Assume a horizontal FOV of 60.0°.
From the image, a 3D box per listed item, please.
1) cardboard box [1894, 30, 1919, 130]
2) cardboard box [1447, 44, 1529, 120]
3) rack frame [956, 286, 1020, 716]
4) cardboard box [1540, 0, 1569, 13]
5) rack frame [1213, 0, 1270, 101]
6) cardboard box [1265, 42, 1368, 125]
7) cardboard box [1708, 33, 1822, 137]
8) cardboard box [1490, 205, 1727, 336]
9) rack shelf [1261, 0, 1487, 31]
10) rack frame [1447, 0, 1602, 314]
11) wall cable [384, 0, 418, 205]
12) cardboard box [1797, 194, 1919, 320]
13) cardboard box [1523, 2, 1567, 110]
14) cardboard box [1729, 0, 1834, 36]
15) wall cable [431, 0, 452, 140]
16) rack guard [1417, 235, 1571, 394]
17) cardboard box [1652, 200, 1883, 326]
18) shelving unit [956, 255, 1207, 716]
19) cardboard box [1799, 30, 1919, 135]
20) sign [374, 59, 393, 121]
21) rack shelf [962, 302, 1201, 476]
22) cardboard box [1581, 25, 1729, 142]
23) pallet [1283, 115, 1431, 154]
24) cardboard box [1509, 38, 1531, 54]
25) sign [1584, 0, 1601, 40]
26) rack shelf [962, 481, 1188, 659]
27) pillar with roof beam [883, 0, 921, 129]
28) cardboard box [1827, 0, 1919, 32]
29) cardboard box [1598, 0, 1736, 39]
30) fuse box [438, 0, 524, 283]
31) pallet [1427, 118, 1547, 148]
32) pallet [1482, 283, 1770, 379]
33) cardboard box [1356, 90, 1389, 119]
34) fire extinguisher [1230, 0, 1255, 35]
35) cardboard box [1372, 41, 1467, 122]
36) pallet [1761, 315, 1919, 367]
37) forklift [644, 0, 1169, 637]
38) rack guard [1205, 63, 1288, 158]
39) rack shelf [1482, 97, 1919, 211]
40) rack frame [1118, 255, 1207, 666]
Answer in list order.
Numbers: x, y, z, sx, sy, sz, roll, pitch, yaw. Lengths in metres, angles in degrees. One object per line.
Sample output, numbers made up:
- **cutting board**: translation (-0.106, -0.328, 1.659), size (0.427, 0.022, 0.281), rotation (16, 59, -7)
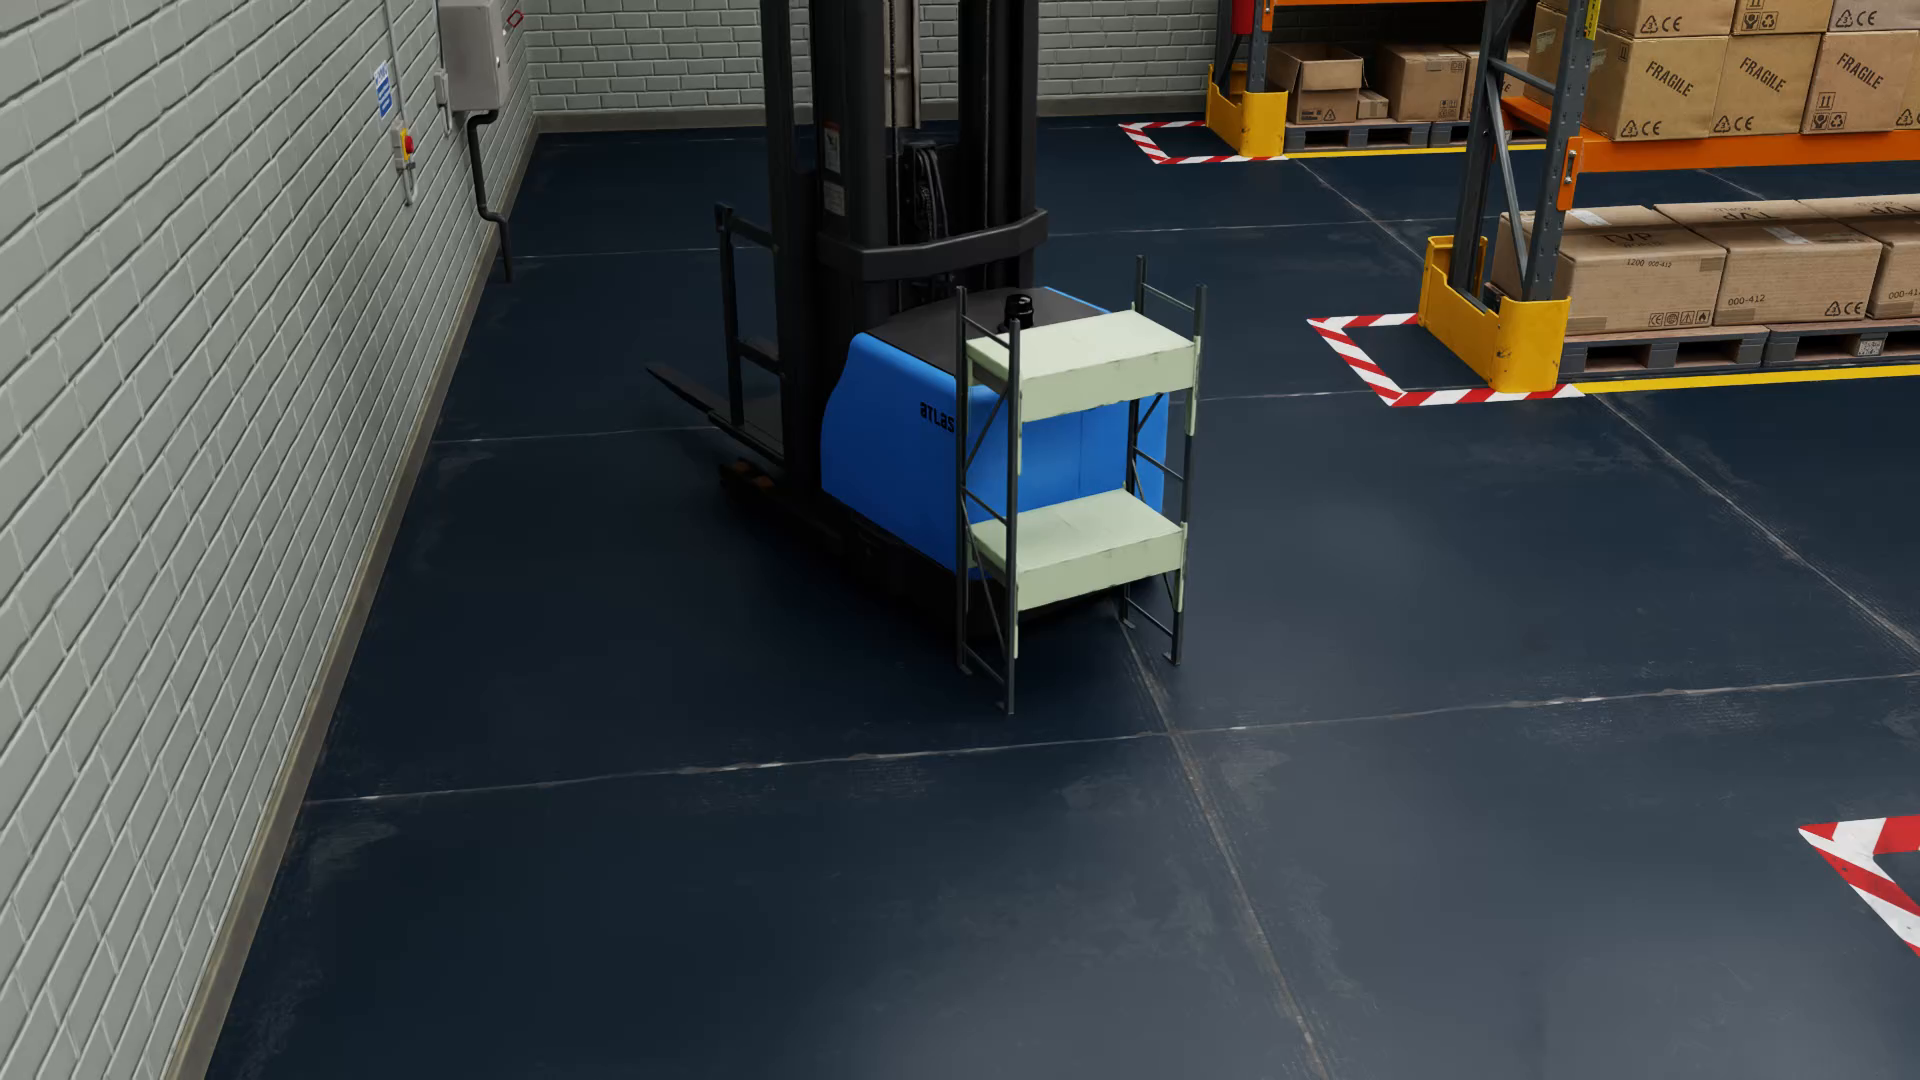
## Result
- **cardboard box**: translation (4.954, -2.432, 8.594), size (0.500, 0.500, 0.500), rotation (-3, 27, -5)
- **cardboard box**: translation (4.255, -3.718, 13.488), size (0.500, 0.500, 0.500), rotation (-3, 27, -6)
- **rack frame**: translation (0.090, -0.113, 5.827), size (0.023, 1.500, 0.400), rotation (-14, 30, -25)
- **cardboard box**: translation (3.386, -3.006, 8.618), size (0.500, 0.500, 0.500), rotation (-3, 27, -5)
- **rack frame**: translation (2.246, -4.622, 12.972), size (0.127, 3.000, 1.000), rotation (-4, 27, -7)
- **cardboard box**: translation (2.865, -3.694, 13.438), size (0.637, 0.503, 0.797), rotation (-5, 28, -9)
- **cardboard box**: translation (3.954, -2.368, 8.470), size (0.500, 0.500, 0.500), rotation (-4, 27, -8)
- **cardboard box**: translation (3.581, -1.512, 9.258), size (0.875, 0.438, 0.875), rotation (-5, 28, -9)
- **rack shelf**: translation (4.227, -4.429, 13.384), size (4.000, 0.370, 1.077), rotation (-4, 27, -7)
- **rack frame**: translation (2.942, -2.378, 8.599), size (0.127, 3.000, 1.000), rotation (-4, 27, -7)
- **wall cable**: translation (-2.639, -2.475, 7.640), size (0.123, 1.953, 0.585), rotation (-4, 27, -7)
- **cardboard box**: translation (5.380, -1.631, 9.489), size (0.875, 0.438, 0.875), rotation (-4, 27, -9)
- **cardboard box**: translation (3.382, -2.573, 8.869), size (0.500, 0.500, 0.500), rotation (-4, 27, -7)
- **cardboard box**: translation (3.967, -2.805, 8.227), size (0.500, 0.500, 0.500), rotation (-4, 27, -9)
- **wall cable**: translation (-2.848, -3.101, 8.896), size (0.122, 1.984, 0.588), rotation (-4, 27, -7)
- **rack guard**: translation (2.918, -1.265, 9.167), size (0.348, 0.500, 1.175), rotation (-4, 27, -7)
- **cardboard box**: translation (4.486, -1.574, 9.379), size (0.875, 0.438, 0.875), rotation (-3, 27, -6)
- **shelving unit**: translation (0.413, -0.192, 5.981), size (0.755, 1.500, 0.431), rotation (-14, 30, -25)
- **cardboard box**: translation (4.460, -2.392, 8.517), size (0.500, 0.500, 0.500), rotation (-4, 27, -7)
- **sign**: translation (-2.693, -2.103, 7.768), size (0.001, 0.218, 0.327), rotation (-4, 27, -7)
- **rack shelf**: translation (0.413, -0.539, 5.803), size (0.720, 0.370, 0.431), rotation (-14, 30, -25)
- **cardboard box**: translation (3.457, -2.323, 8.383), size (0.500, 0.500, 0.500), rotation (-4, 27, -8)
- **pallet**: translation (3.111, -3.437, 13.718), size (1.213, 0.211, 1.003), rotation (-4, 27, -7)
- **cardboard box**: translation (4.745, -3.795, 13.639), size (0.500, 0.500, 0.700), rotation (-5, 28, -9)
- **sign**: translation (3.013, -2.547, 7.894), size (0.005, 0.325, 0.100), rotation (-4, 27, -7)
- **rack shelf**: translation (0.413, 0.098, 6.130), size (0.720, 0.370, 0.431), rotation (-14, 30, -25)
- **pillar with roof beam**: translation (0.051, -5.581, 8.269), size (0.400, 9.000, 9.100), rotation (-4, 27, -7)
- **cardboard box**: translation (4.476, -2.842, 8.297), size (0.500, 0.500, 0.500), rotation (-4, 27, -8)
- **cardboard box**: translation (3.457, -2.769, 8.157), size (0.500, 0.500, 0.500), rotation (-4, 27, -8)
- **fuse box**: translation (-2.787, -2.395, 10.043), size (0.414, 1.711, 0.539), rotation (-4, 27, -7)
- **pallet**: translation (4.316, -3.513, 13.866), size (1.213, 0.211, 1.003), rotation (-4, 27, -7)
- **pallet**: translation (3.723, -1.224, 9.404), size (1.213, 0.211, 1.003), rotation (-4, 27, -7)
- **cardboard box**: translation (3.291, -3.546, 13.538), size (0.250, 0.149, 0.380), rotation (-5, 28, -9)
- **fire extinguisher**: translation (2.165, -4.203, 12.649), size (0.183, 0.674, 0.296), rotation (-4, 27, -7)
- **cardboard box**: translation (3.717, -3.729, 13.511), size (0.500, 0.500, 0.700), rotation (-3, 27, -5)
- **pallet**: translation (4.928, -1.300, 9.552), size (1.213, 0.211, 1.003), rotation (-4, 27, -7)
- **forklift**: translation (-0.445, -1.546, 7.052), size (1.130, 2.935, 3.031), rotation (-19, 33, -32)
- **rack guard**: translation (2.322, -3.515, 13.552), size (0.348, 0.500, 1.175), rotation (-4, 27, -7)
- **rack shelf**: translation (4.922, -2.185, 9.011), size (4.000, 0.370, 1.077), rotation (-4, 27, -7)
- **rack frame**: translation (0.736, -0.271, 6.135), size (0.023, 1.500, 0.400), rotation (-14, 30, -25)
